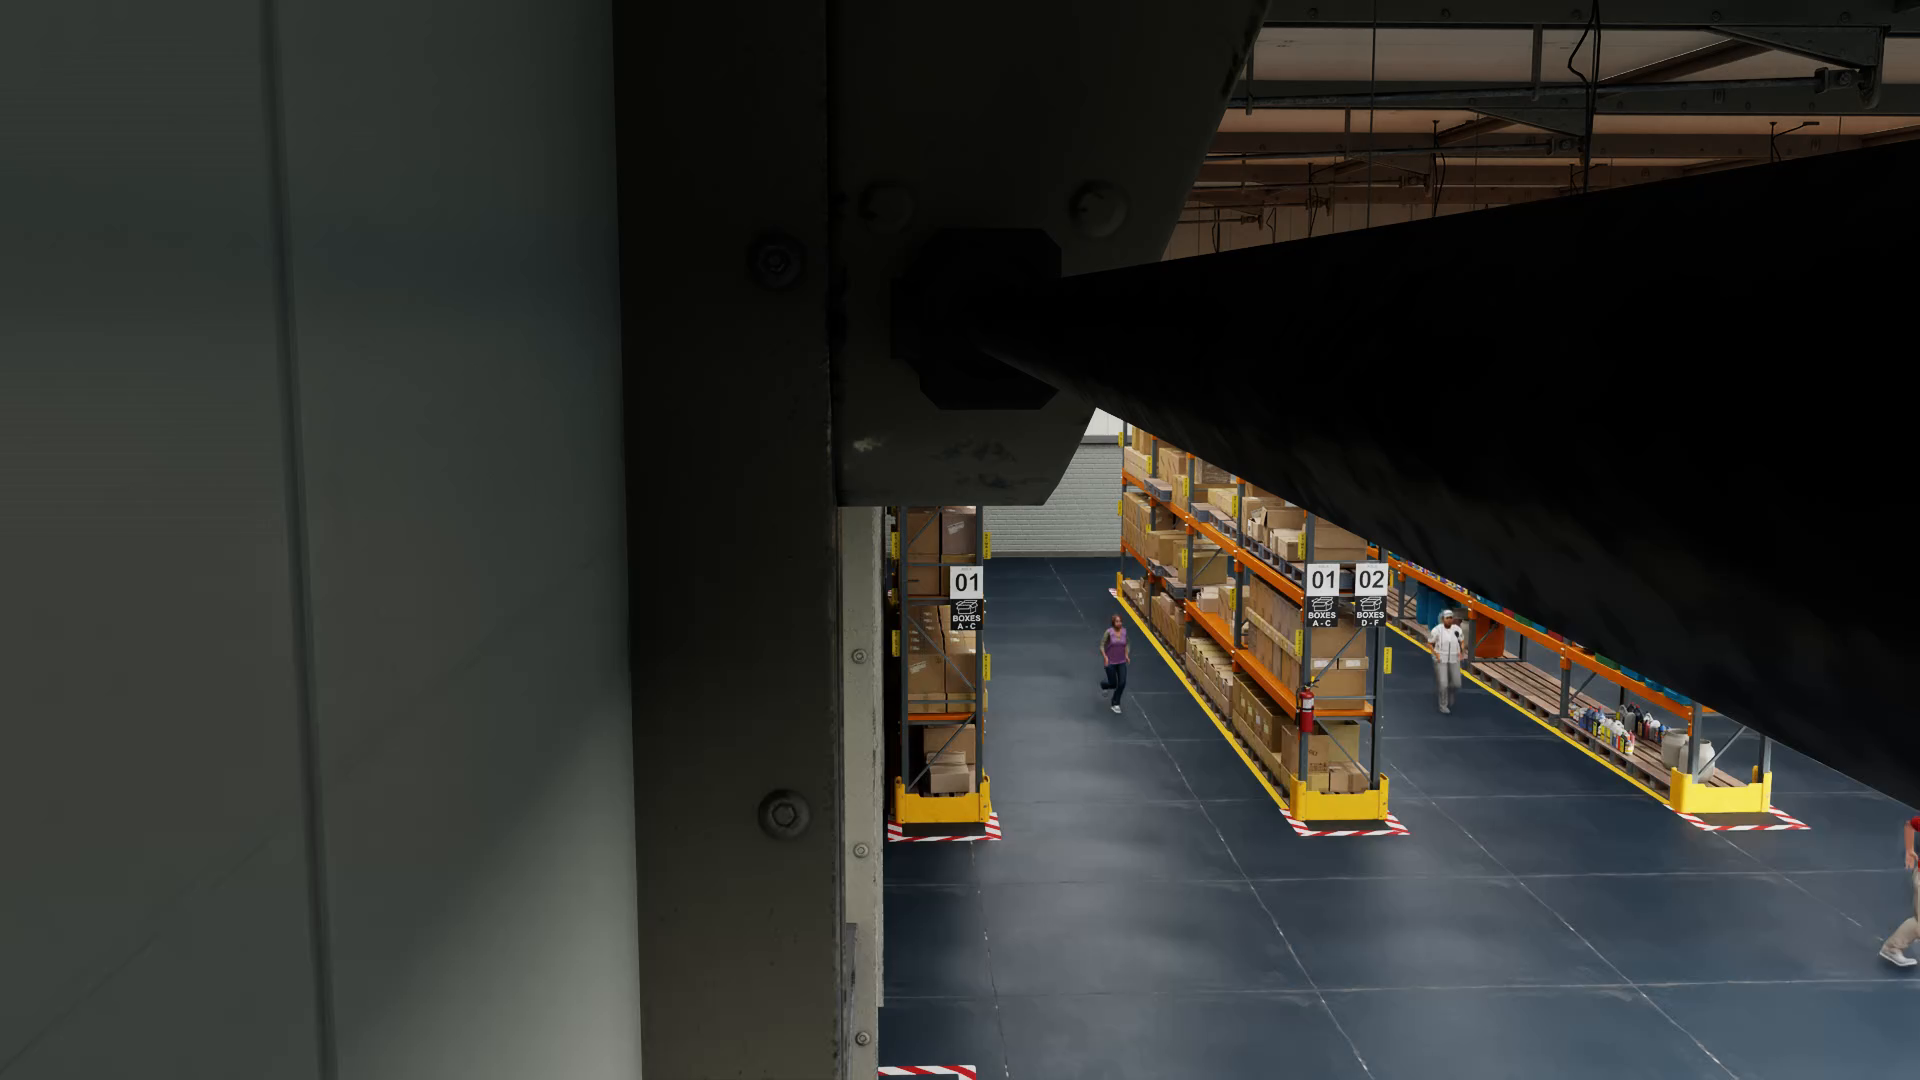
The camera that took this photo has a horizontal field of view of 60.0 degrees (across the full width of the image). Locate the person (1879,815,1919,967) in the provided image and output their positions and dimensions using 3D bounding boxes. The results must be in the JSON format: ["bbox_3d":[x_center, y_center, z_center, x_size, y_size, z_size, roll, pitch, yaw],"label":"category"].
[{"bbox_3d":[9.267,3.282,15.811,0.833,1.724,0.693,3,9,21],"label":"person"}]

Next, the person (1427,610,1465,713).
[{"bbox_3d":[7.600,1.890,25.974,0.586,1.621,0.543,0,8,3],"label":"person"}]

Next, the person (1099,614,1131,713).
[{"bbox_3d":[2.420,1.910,26.139,0.522,1.554,0.598,-2,8,-15],"label":"person"}]
